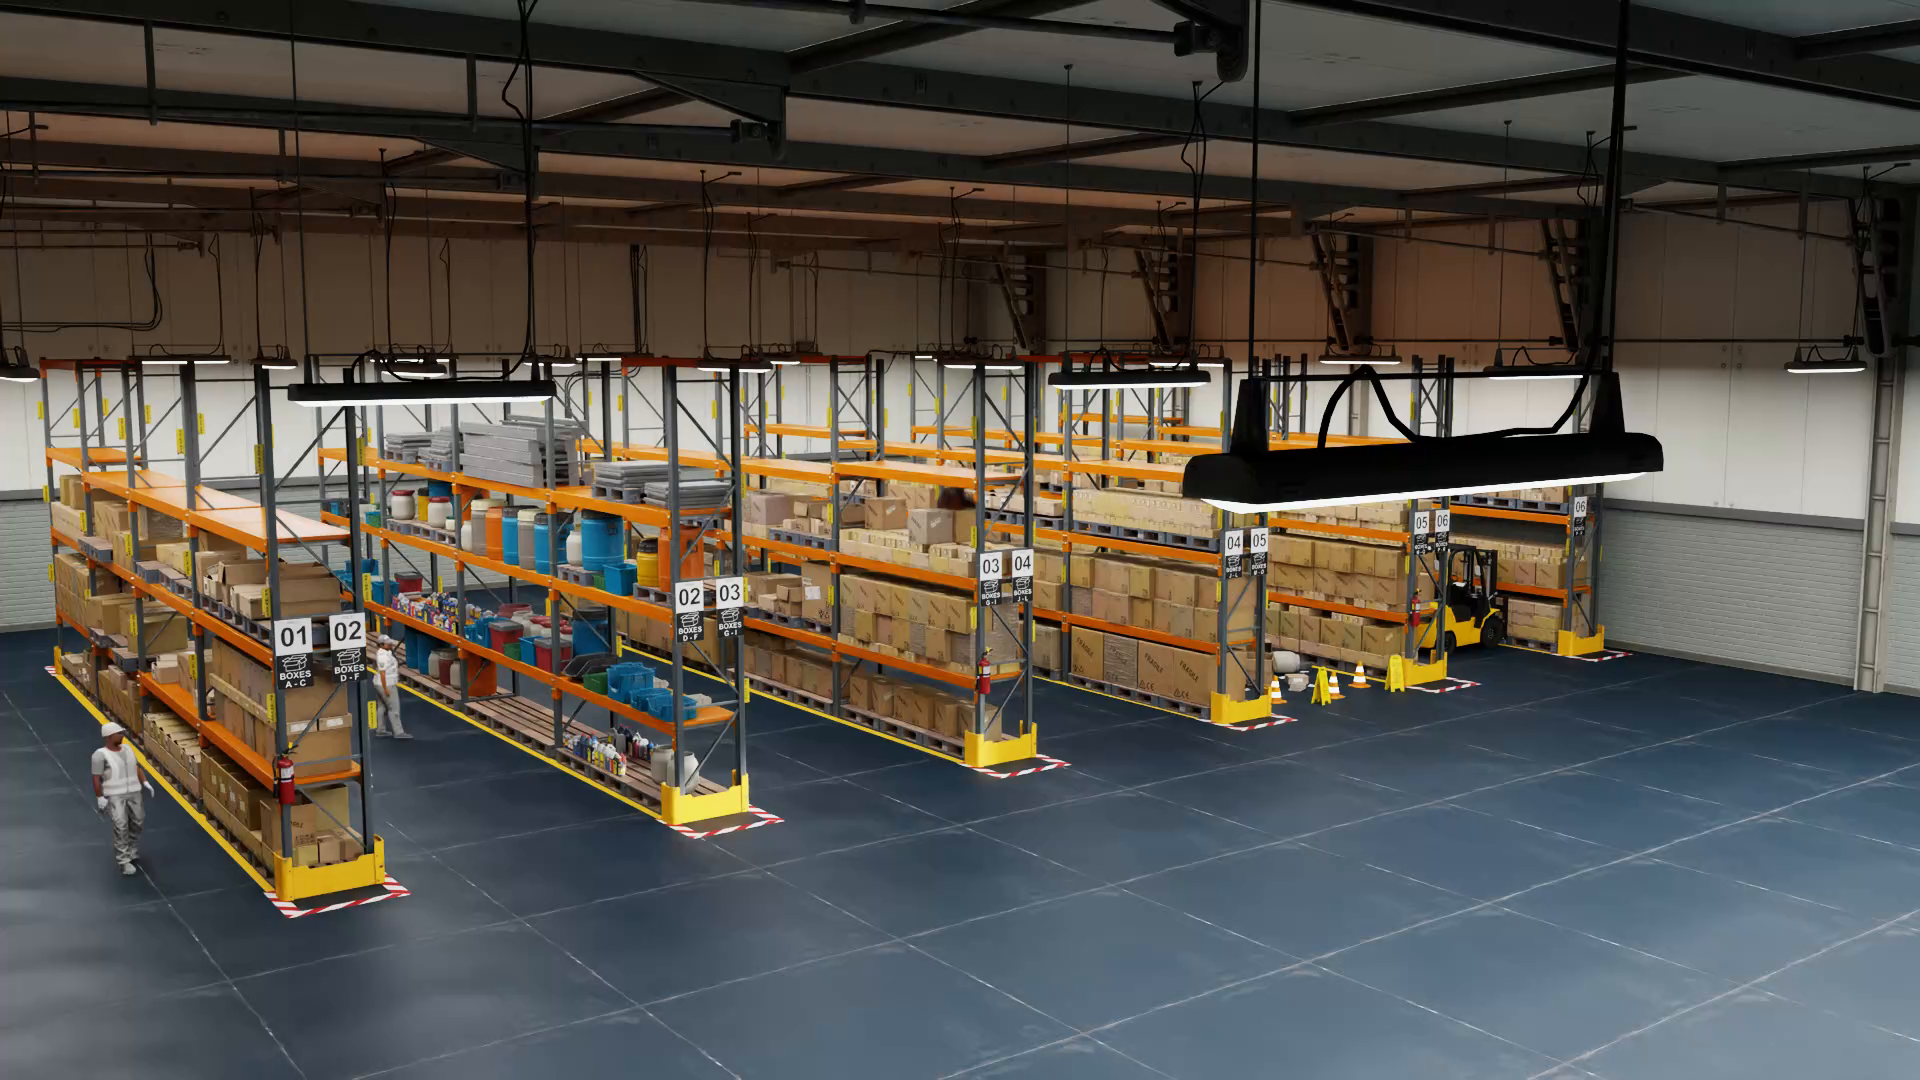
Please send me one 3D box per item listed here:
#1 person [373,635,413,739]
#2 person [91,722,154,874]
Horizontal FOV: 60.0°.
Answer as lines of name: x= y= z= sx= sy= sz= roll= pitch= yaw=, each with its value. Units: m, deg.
person: x=-9.068 y=2.329 z=26.533 sx=0.536 sy=1.664 sz=0.516 roll=-4 pitch=8 yaw=-28
person: x=-10.054 y=3.080 z=20.035 sx=0.731 sy=1.753 sz=0.632 roll=6 pitch=9 yaw=41
